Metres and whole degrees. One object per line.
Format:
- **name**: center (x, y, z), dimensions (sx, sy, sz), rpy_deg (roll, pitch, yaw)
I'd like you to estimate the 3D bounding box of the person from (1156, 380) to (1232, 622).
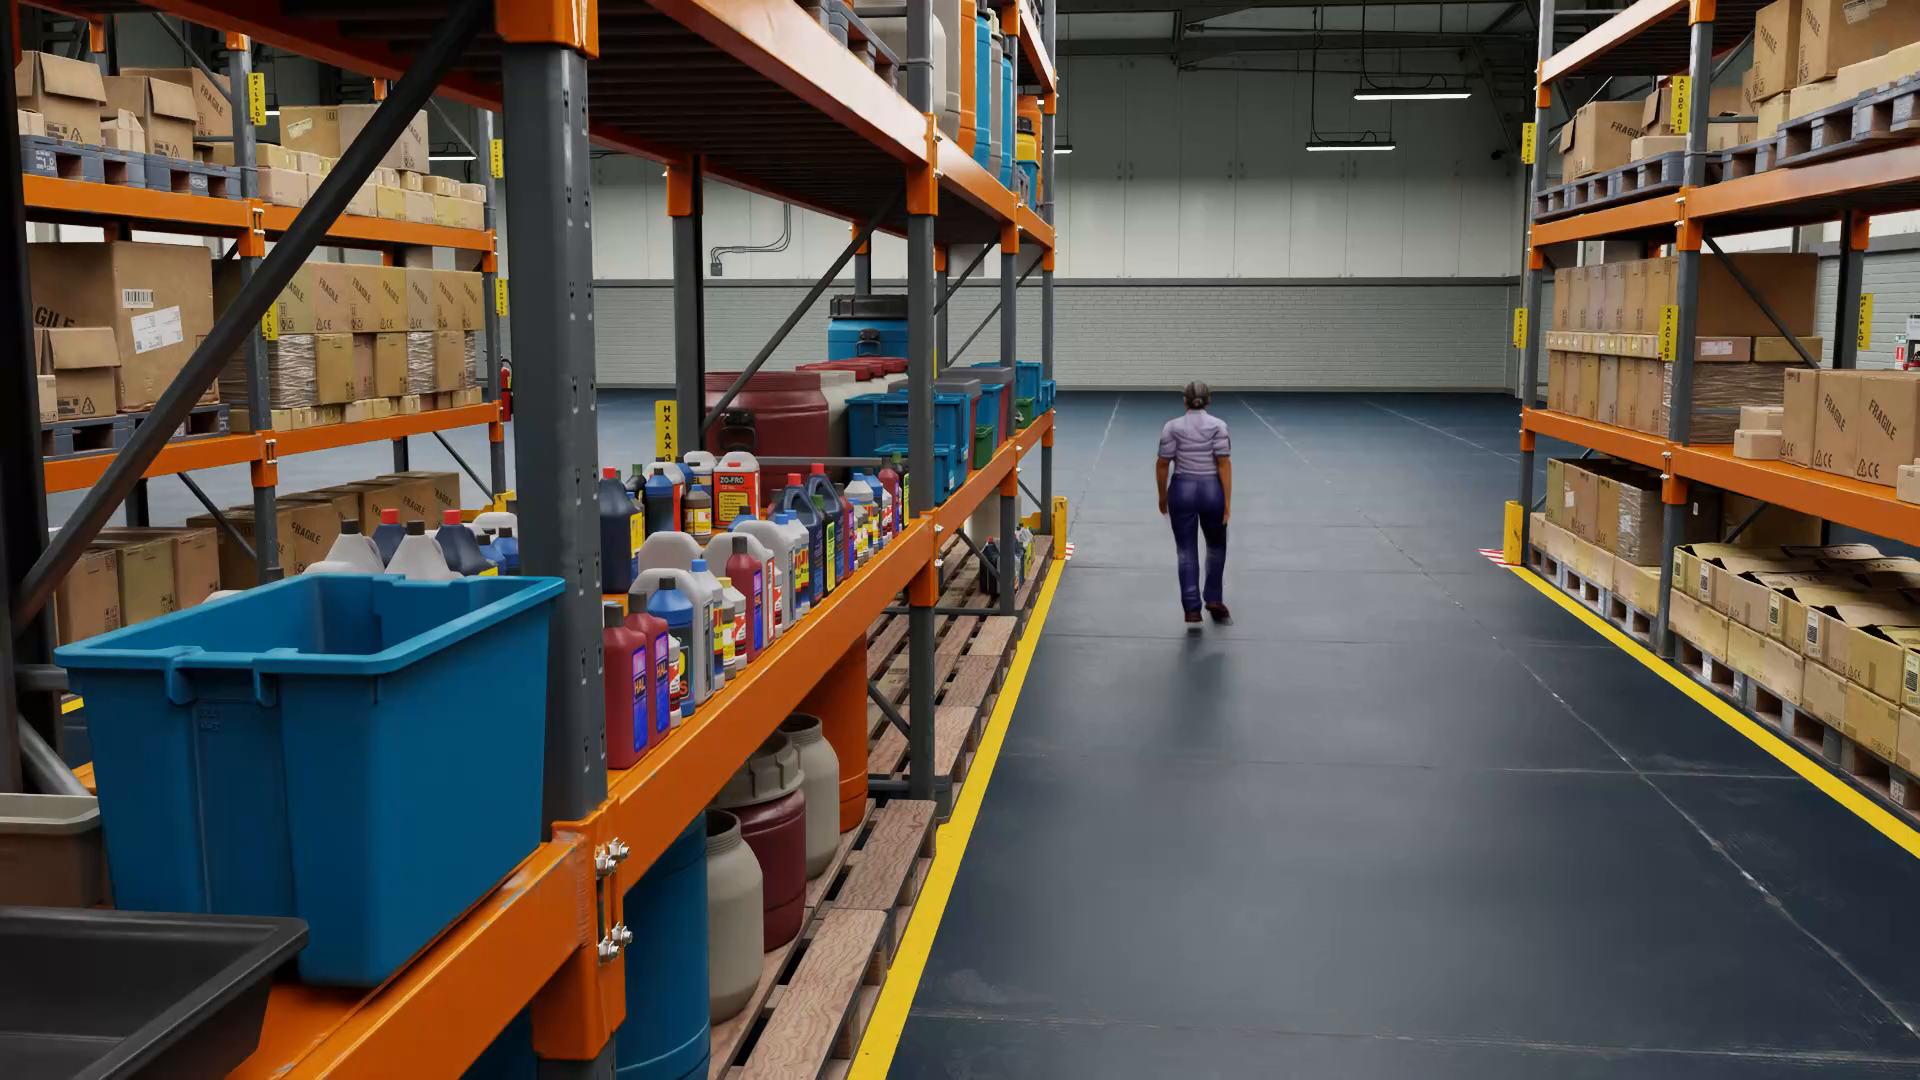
- **person**: center (1.586, -0.251, 11.283), dimensions (0.516, 1.639, 0.822), rpy_deg (1, 8, 8)
